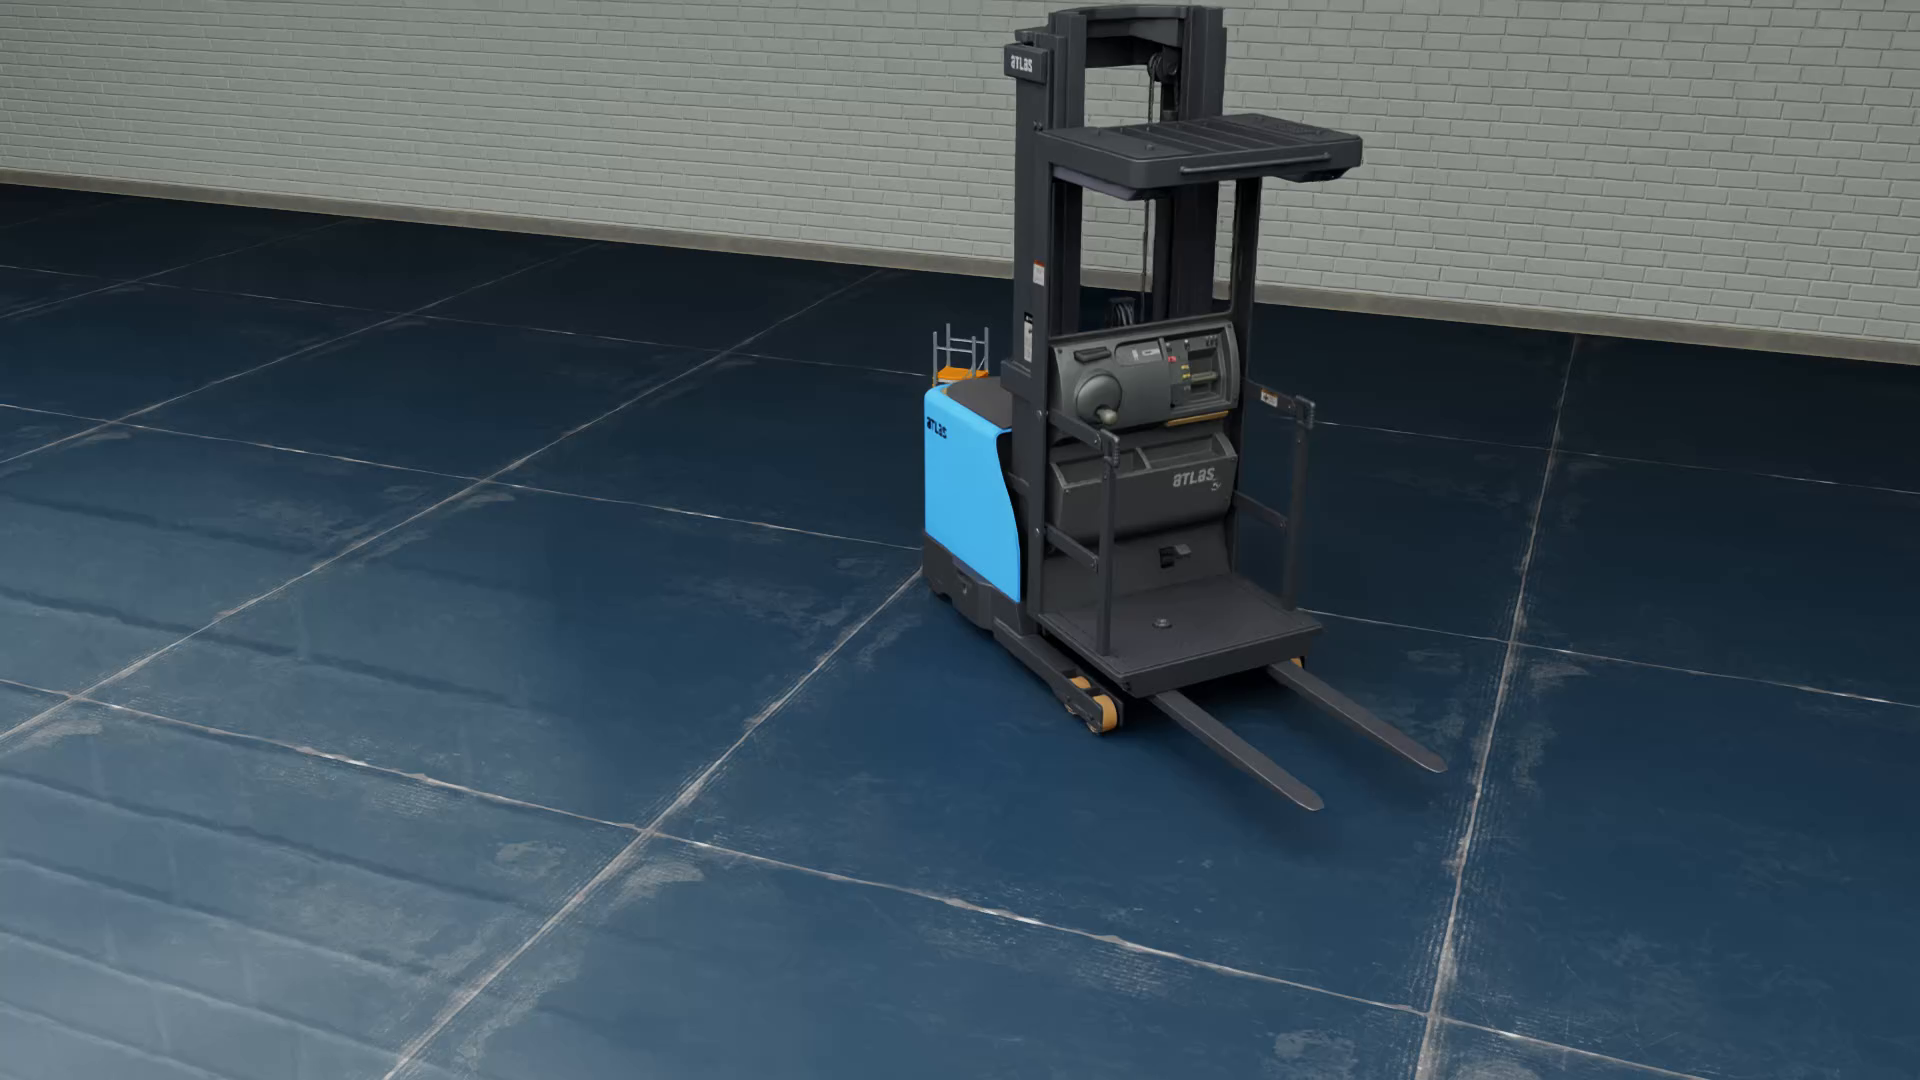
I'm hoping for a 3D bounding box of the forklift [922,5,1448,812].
[{"bbox_3d":[0.928,-0.707,7.140,1.130,2.935,3.031,-11,25,-25],"label":"forklift"}]

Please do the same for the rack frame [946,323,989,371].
[{"bbox_3d":[0.039,-0.592,9.110,0.240,1.200,0.006,9,24,20],"label":"rack frame"}]

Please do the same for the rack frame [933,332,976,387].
[{"bbox_3d":[-0.029,-0.526,8.953,0.240,1.200,0.006,9,24,20],"label":"rack frame"}]

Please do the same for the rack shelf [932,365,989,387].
[{"bbox_3d":[0.005,-0.850,8.910,0.258,0.103,0.180,9,24,20],"label":"rack shelf"}]

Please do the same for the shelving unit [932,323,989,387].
[{"bbox_3d":[0.005,-0.559,9.031,0.258,1.200,0.189,9,24,20],"label":"shelving unit"}]
